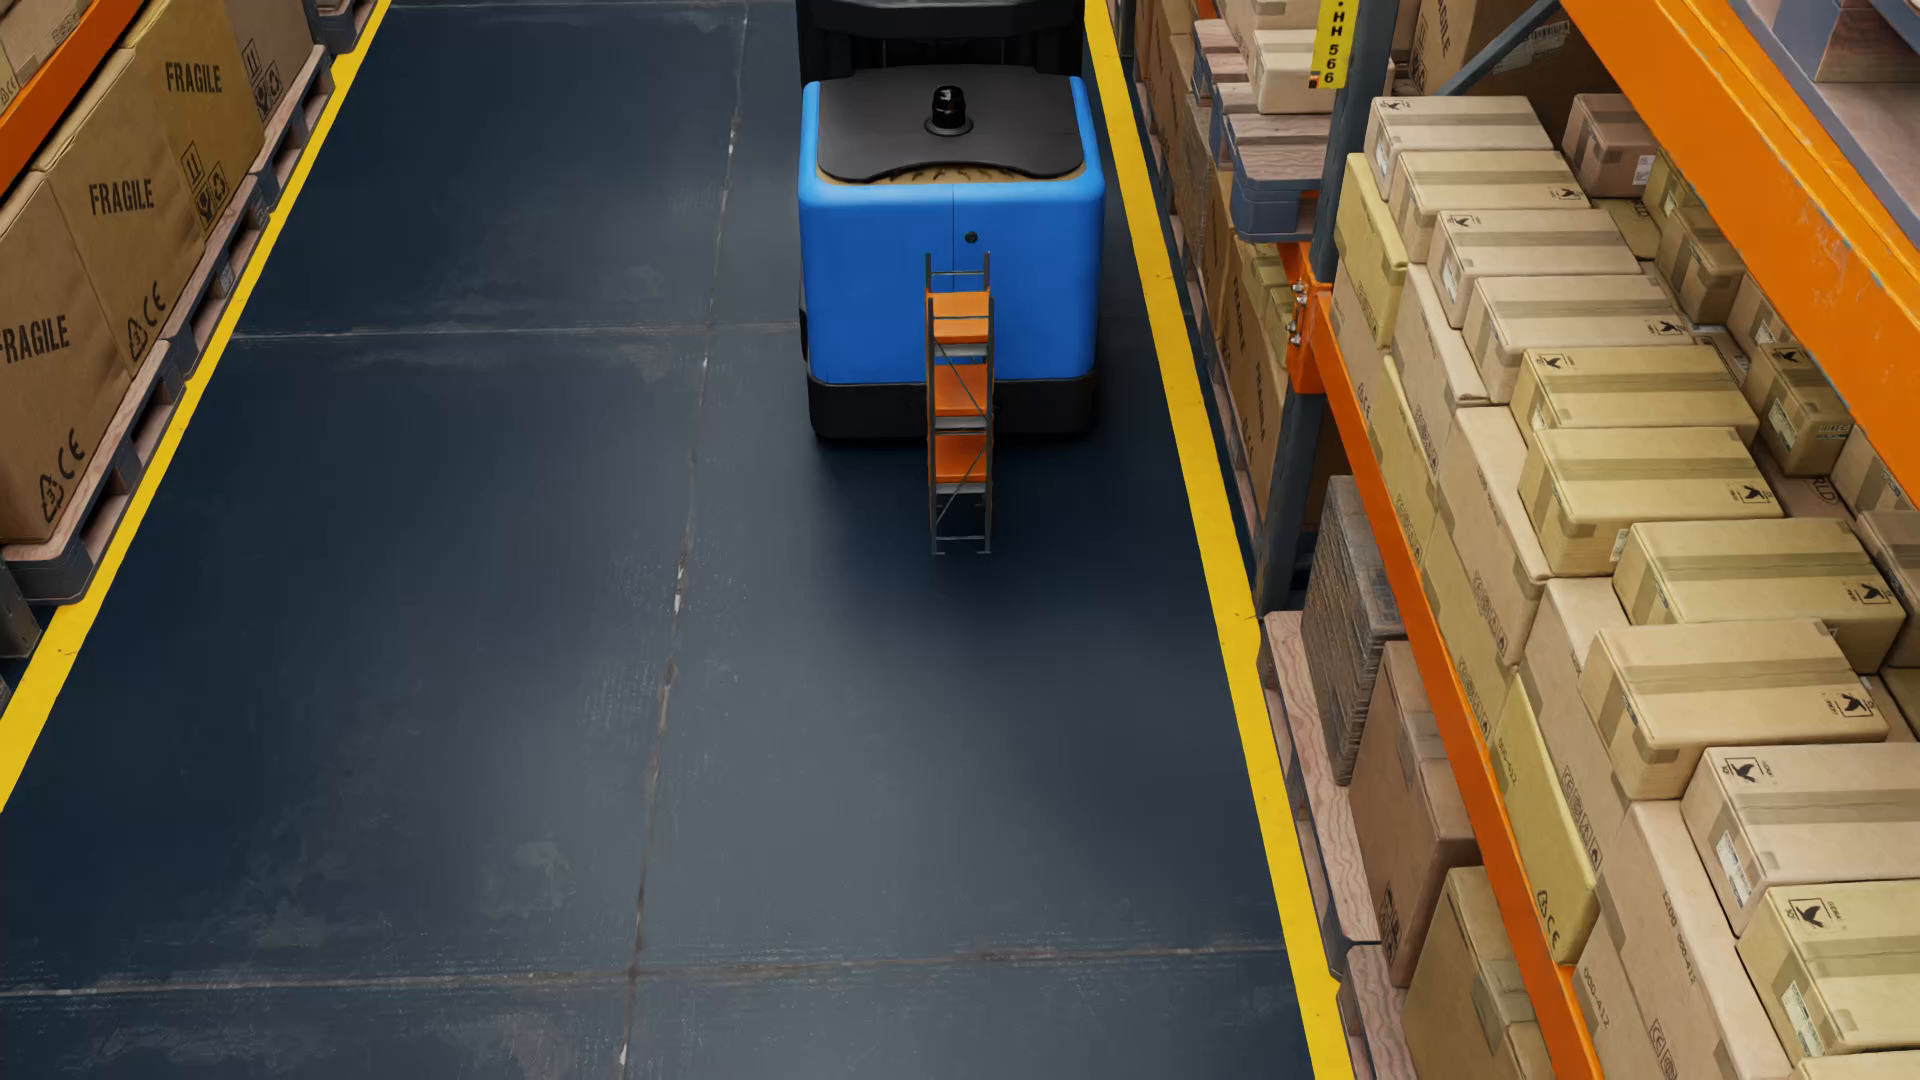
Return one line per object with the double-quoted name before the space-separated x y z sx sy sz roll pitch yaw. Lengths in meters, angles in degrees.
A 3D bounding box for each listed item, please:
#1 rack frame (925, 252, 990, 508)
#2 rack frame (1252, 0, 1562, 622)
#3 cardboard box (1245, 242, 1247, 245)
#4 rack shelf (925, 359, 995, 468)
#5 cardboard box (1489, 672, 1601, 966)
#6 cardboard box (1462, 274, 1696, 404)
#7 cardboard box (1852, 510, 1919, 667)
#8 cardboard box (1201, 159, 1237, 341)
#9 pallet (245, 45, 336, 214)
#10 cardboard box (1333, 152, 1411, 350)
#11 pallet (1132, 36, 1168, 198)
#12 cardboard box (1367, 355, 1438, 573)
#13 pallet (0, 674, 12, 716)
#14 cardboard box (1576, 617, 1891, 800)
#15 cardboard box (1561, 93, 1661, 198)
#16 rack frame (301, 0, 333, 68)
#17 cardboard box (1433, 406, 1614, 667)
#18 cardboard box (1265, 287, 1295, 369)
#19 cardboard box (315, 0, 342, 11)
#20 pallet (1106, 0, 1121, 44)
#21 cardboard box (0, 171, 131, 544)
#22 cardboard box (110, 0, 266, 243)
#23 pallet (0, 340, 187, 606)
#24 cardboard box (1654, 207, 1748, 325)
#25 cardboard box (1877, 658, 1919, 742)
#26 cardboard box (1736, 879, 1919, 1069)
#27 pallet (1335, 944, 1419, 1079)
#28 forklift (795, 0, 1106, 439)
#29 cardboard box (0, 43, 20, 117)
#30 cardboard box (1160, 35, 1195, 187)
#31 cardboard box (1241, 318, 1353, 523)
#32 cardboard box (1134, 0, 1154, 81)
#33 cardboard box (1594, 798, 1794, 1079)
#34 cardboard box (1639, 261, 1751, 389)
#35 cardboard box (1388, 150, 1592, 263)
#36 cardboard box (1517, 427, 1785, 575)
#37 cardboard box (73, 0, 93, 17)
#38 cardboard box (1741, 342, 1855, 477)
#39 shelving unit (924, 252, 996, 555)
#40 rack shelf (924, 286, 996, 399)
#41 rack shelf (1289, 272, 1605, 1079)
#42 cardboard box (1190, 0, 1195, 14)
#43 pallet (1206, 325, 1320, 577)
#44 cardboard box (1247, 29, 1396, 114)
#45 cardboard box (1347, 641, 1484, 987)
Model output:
"rack frame" -0.007 -0.506 5.525 0.200 1.050 0.008 -2 43 -2
"rack frame" 1.475 -0.893 4.504 1.000 3.000 0.127 -2 43 -2
"cardboard box" 1.192 -1.054 5.739 0.380 0.149 0.250 -3 43 -3
"rack shelf" -0.002 -0.415 5.442 0.215 0.259 0.240 -2 43 -2
"cardboard box" 1.316 0.507 3.088 0.500 0.250 0.500 0 43 0
"cardboard box" 1.268 -0.416 3.430 0.380 0.149 0.250 -1 43 -1
"cardboard box" 1.776 0.081 2.888 0.380 0.149 0.250 -1 43 -1
"cardboard box" 1.207 -1.097 6.266 0.500 0.500 0.500 0 43 0
"pallet" -3.545 -1.901 7.668 1.003 0.211 1.213 -2 43 -2
"cardboard box" 1.225 -0.714 4.051 0.500 0.250 0.500 -2 43 -2
"pallet" 1.378 -2.017 7.794 1.003 0.211 1.213 -2 43 -2
"cardboard box" 1.267 -0.191 3.850 0.500 0.250 0.500 -2 43 -3
"pallet" -3.452 0.808 4.712 1.003 0.211 1.213 -2 43 -2
"cardboard box" 1.236 0.269 2.683 0.380 0.149 0.250 -3 43 -3
"cardboard box" 1.691 -0.955 4.018 0.380 0.149 0.250 0 43 0
"rack frame" -3.653 -3.448 7.292 1.000 3.000 0.127 -2 43 -2
"cardboard box" 1.275 -0.023 3.296 0.500 0.250 0.500 -3 43 -3
"cardboard box" 1.201 -0.691 5.343 0.380 0.149 0.250 -4 43 -4
"cardboard box" -3.573 -3.085 8.482 0.875 0.438 0.875 -2 43 -2
"pallet" 1.277 -3.029 8.898 1.003 0.211 1.213 -2 43 -2
"cardboard box" -3.430 -0.588 5.433 0.875 0.875 0.875 -2 43 -2
"cardboard box" -3.501 -1.794 6.749 0.875 0.875 0.875 -1 43 -1
"pallet" -3.442 -0.254 5.871 1.003 0.211 1.213 -2 43 -2
"cardboard box" 1.764 -0.605 3.636 0.380 0.149 0.250 -2 43 -2
"cardboard box" 1.828 0.297 2.947 0.500 0.250 0.500 -2 43 -3
"cardboard box" 1.330 0.615 2.305 0.380 0.149 0.250 -3 43 -3
"pallet" 1.520 1.514 3.942 1.003 0.211 1.213 -2 43 -2
"forklift" -0.085 -2.430 6.232 1.130 2.935 3.031 -2 43 -2
"cardboard box" -3.292 -1.376 5.142 0.500 0.250 0.500 -3 43 -3
"cardboard box" 1.151 -1.797 7.030 0.500 0.500 0.500 -3 43 -3
"cardboard box" 1.243 -0.405 5.511 0.500 0.500 0.500 -1 43 -1
"cardboard box" 1.101 -2.493 7.789 0.500 0.500 0.500 0 43 0
"cardboard box" 1.324 0.662 2.549 0.500 0.250 0.500 -1 43 -1
"cardboard box" 1.796 -0.381 3.687 0.500 0.250 0.500 -1 43 -1
"cardboard box" 1.207 -0.765 3.811 0.380 0.149 0.250 -1 43 -1
"cardboard box" 1.260 -0.074 3.057 0.380 0.149 0.250 -1 43 -1
"cardboard box" -3.333 -2.064 5.892 0.500 0.250 0.500 -2 43 -2
"cardboard box" 1.778 -0.263 3.262 0.380 0.149 0.250 -2 43 -2
"shelving unit" -0.002 -0.423 5.435 0.215 1.050 0.252 -2 43 -2
"rack shelf" -0.002 -0.625 5.250 0.215 0.259 0.240 -2 43 -2
"rack shelf" 1.560 0.723 3.274 1.077 0.370 4.000 -2 43 -2
"cardboard box" 1.192 -2.273 7.069 0.380 0.149 0.250 -2 43 -3
"pallet" 1.482 -0.370 5.997 1.003 0.211 1.213 -2 43 -2
"cardboard box" 1.064 -1.387 4.919 0.380 0.149 0.250 -1 43 -1
"cardboard box" 1.524 0.690 4.224 0.875 0.625 0.625 0 43 0
